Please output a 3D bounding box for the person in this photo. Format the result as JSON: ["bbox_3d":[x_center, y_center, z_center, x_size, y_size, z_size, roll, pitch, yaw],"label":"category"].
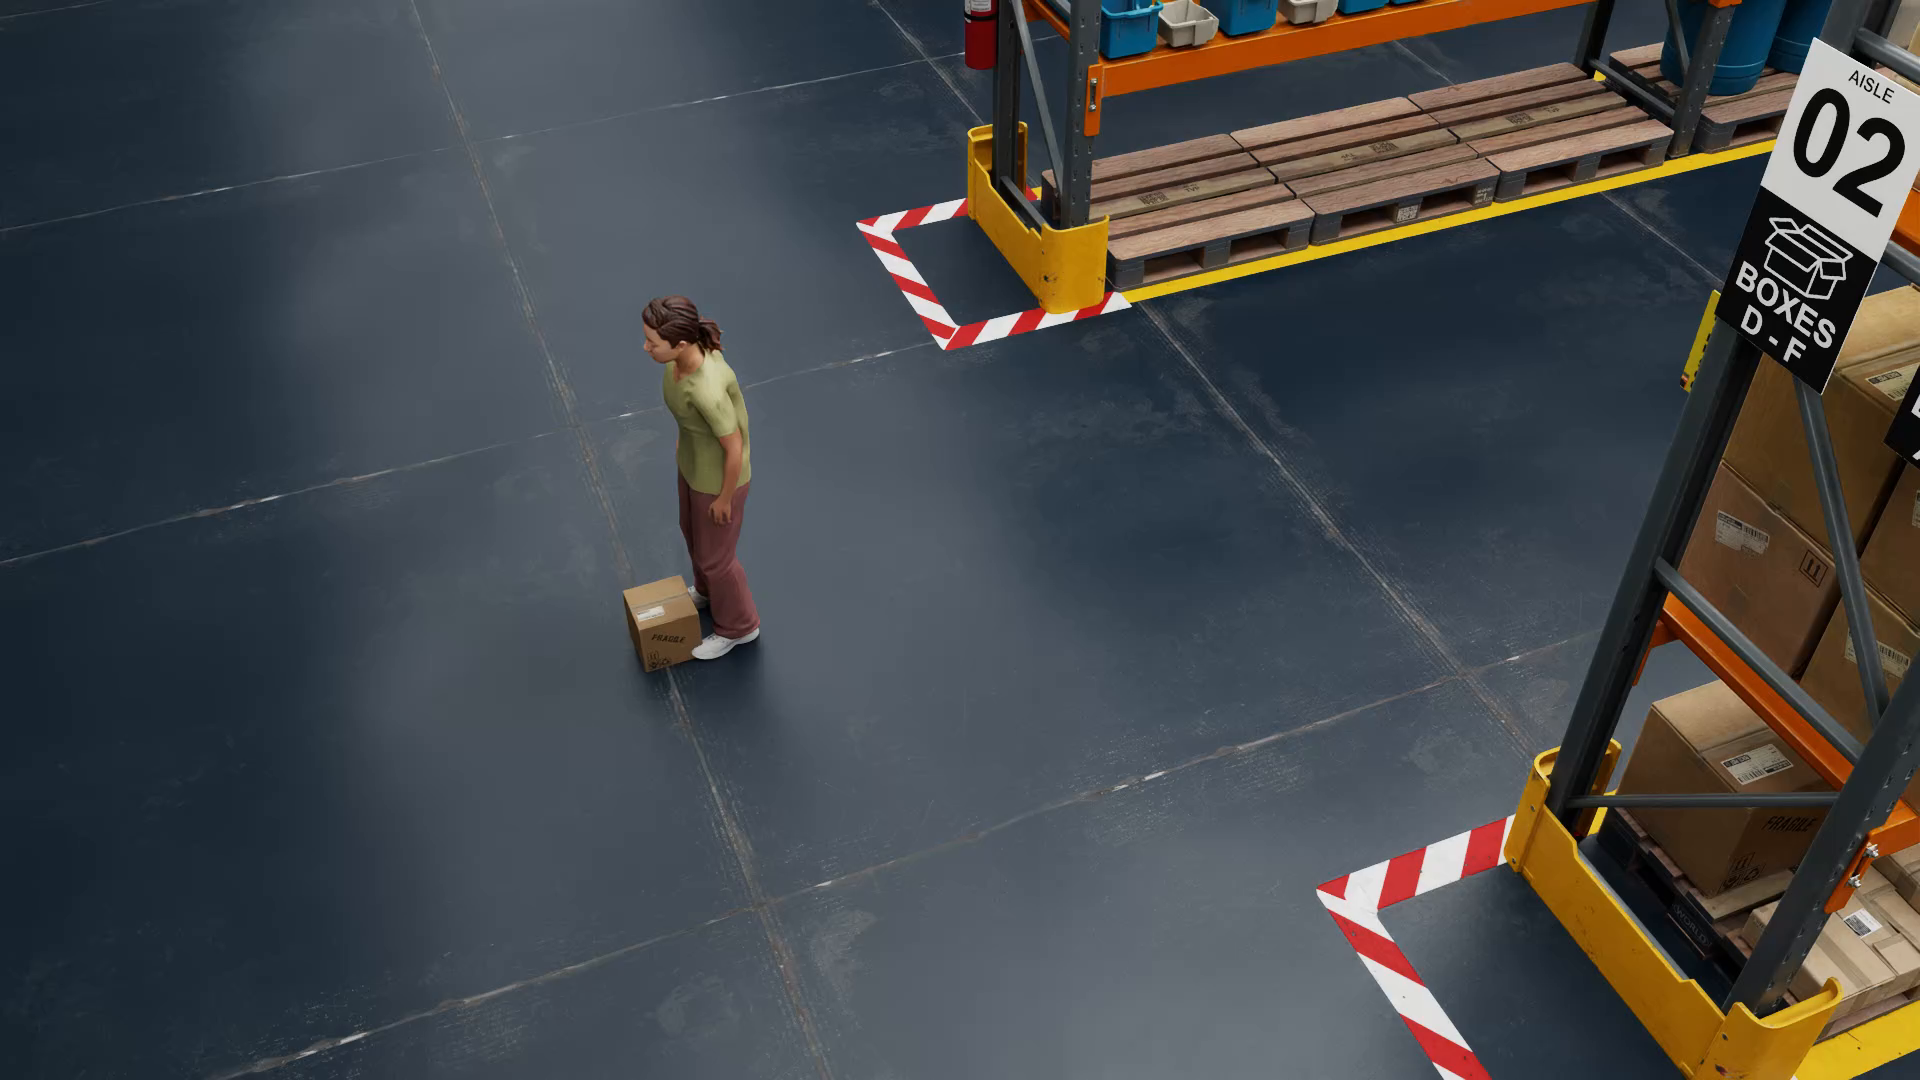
[{"bbox_3d":[-0.993,-0.255,6.446,0.363,1.672,0.498,-17,45,-18],"label":"person"}]
